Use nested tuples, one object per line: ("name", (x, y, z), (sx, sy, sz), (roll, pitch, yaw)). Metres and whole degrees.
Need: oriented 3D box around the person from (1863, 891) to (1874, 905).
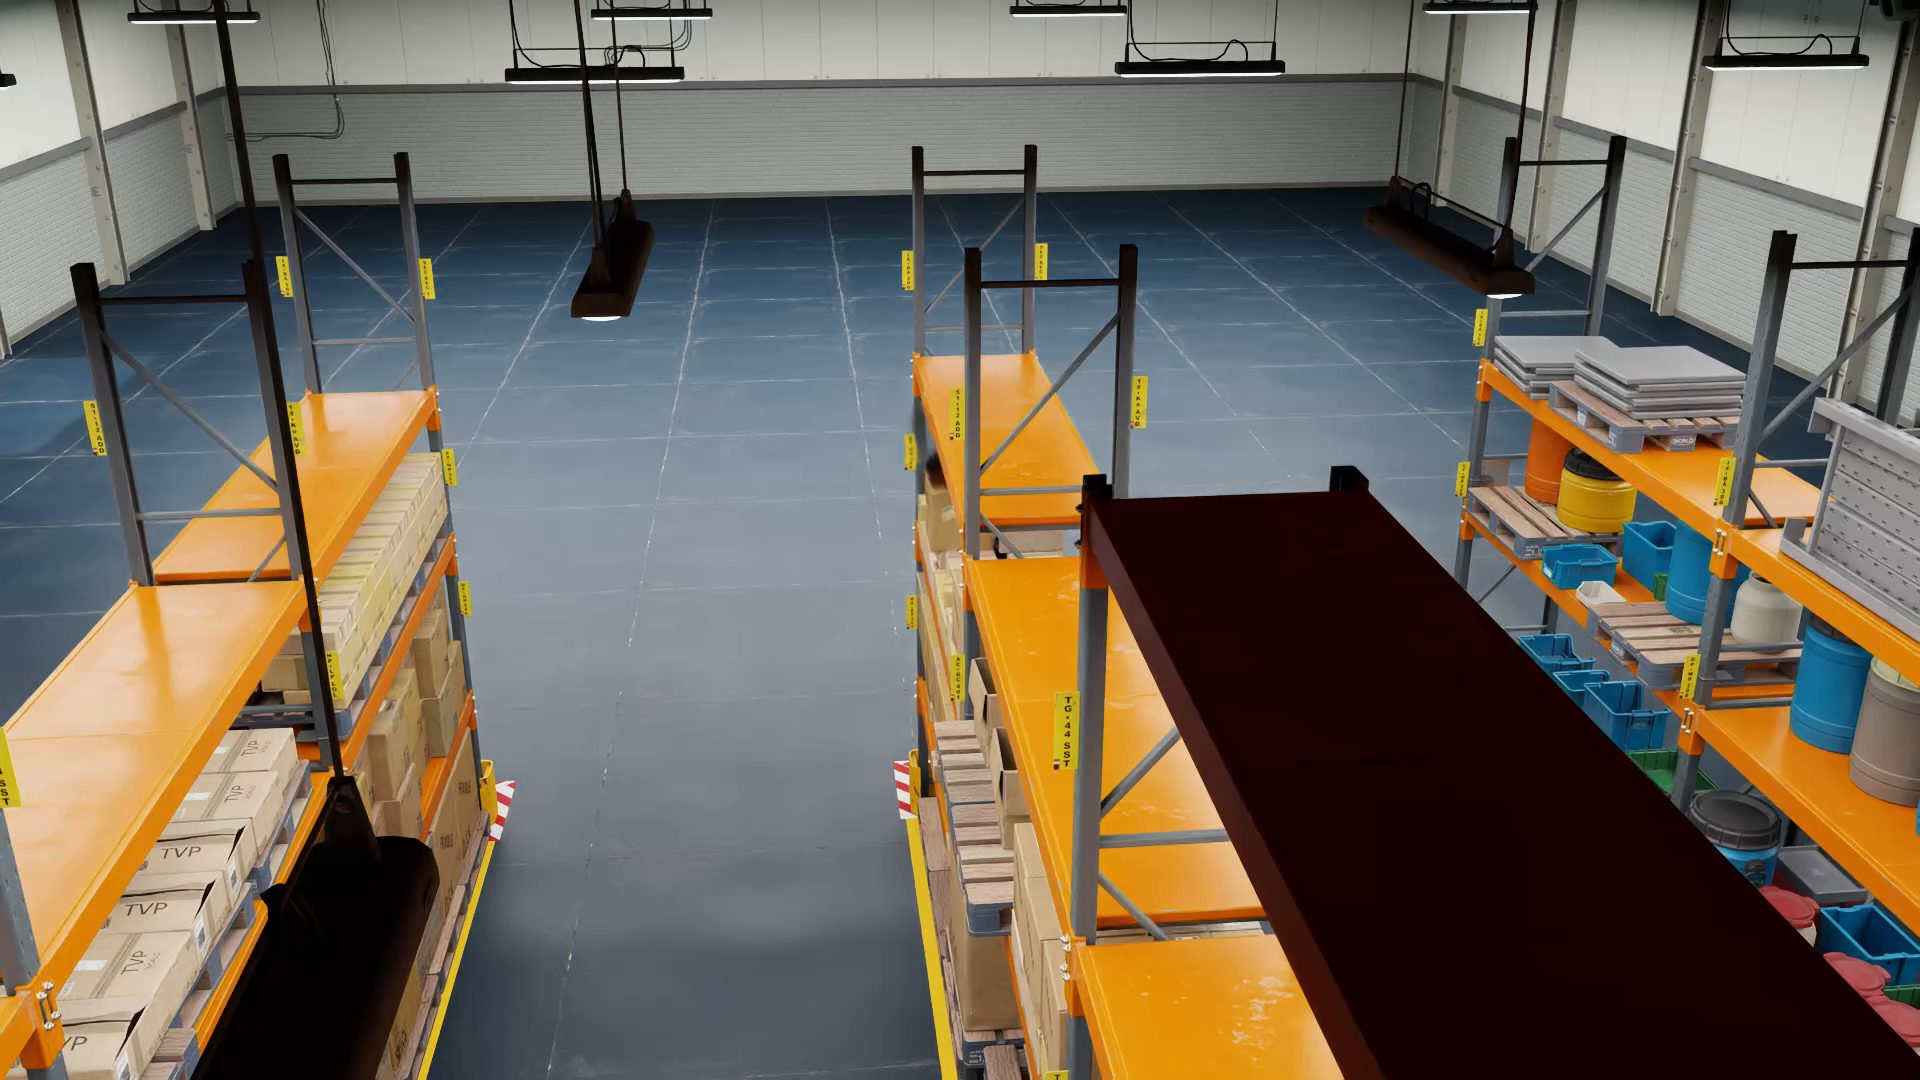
("person", (7.070, 2.528, 13.048), (0.386, 1.705, 0.479), (-4, 22, -11))
